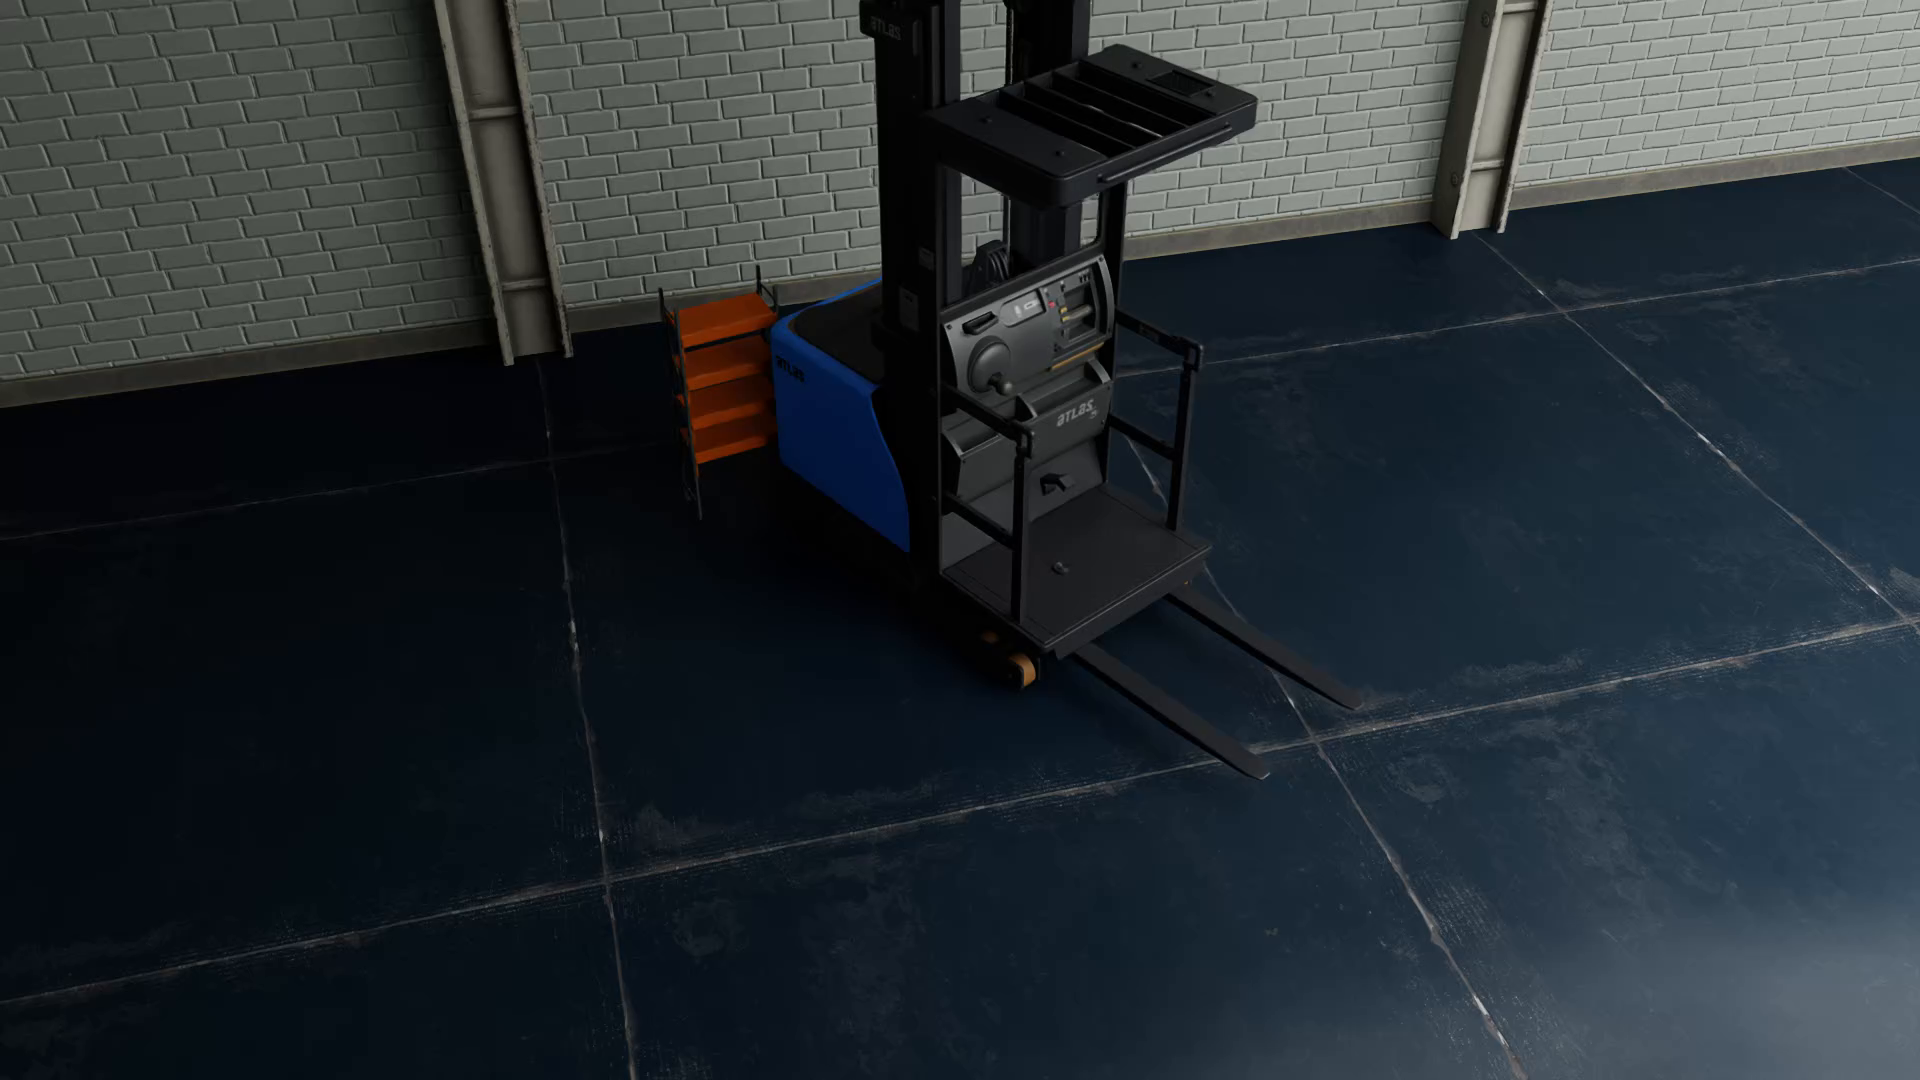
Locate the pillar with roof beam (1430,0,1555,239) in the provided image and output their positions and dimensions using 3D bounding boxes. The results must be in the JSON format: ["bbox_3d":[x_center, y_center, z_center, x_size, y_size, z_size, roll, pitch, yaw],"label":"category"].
[{"bbox_3d":[4.449,-3.119,4.901,0.400,9.000,9.100,-9,38,-12],"label":"pillar with roof beam"}]

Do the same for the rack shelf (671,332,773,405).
[{"bbox_3d":[-1.139,-0.837,8.078,0.480,0.148,0.258,-17,41,-21],"label":"rack shelf"}]

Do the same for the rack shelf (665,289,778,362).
[{"bbox_3d":[-1.139,-1.025,7.934,0.480,0.148,0.258,-17,41,-21],"label":"rack shelf"}]

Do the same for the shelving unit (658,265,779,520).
[{"bbox_3d":[-1.139,-0.712,8.173,0.503,1.200,0.258,-17,41,-21],"label":"shelving unit"}]

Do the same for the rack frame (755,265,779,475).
[{"bbox_3d":[-0.921,-0.780,8.261,0.015,1.200,0.240,-17,41,-21],"label":"rack frame"}]

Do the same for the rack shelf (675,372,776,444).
[{"bbox_3d":[-1.139,-0.659,8.214,0.480,0.148,0.258,-17,41,-21],"label":"rack shelf"}]

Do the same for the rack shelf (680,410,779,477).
[{"bbox_3d":[-1.139,-0.501,8.335,0.480,0.148,0.258,-17,41,-21],"label":"rack shelf"}]

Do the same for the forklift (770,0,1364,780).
[{"bbox_3d":[0.444,-0.855,6.935,1.130,2.935,3.031,-28,46,-32],"label":"forklift"}]

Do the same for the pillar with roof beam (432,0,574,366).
[{"bbox_3d":[-1.343,-2.169,3.658,0.400,9.000,9.100,-9,38,-12],"label":"pillar with roof beam"}]

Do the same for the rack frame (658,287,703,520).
[{"bbox_3d":[-1.356,-0.645,8.085,0.015,1.200,0.240,-17,41,-21],"label":"rack frame"}]
